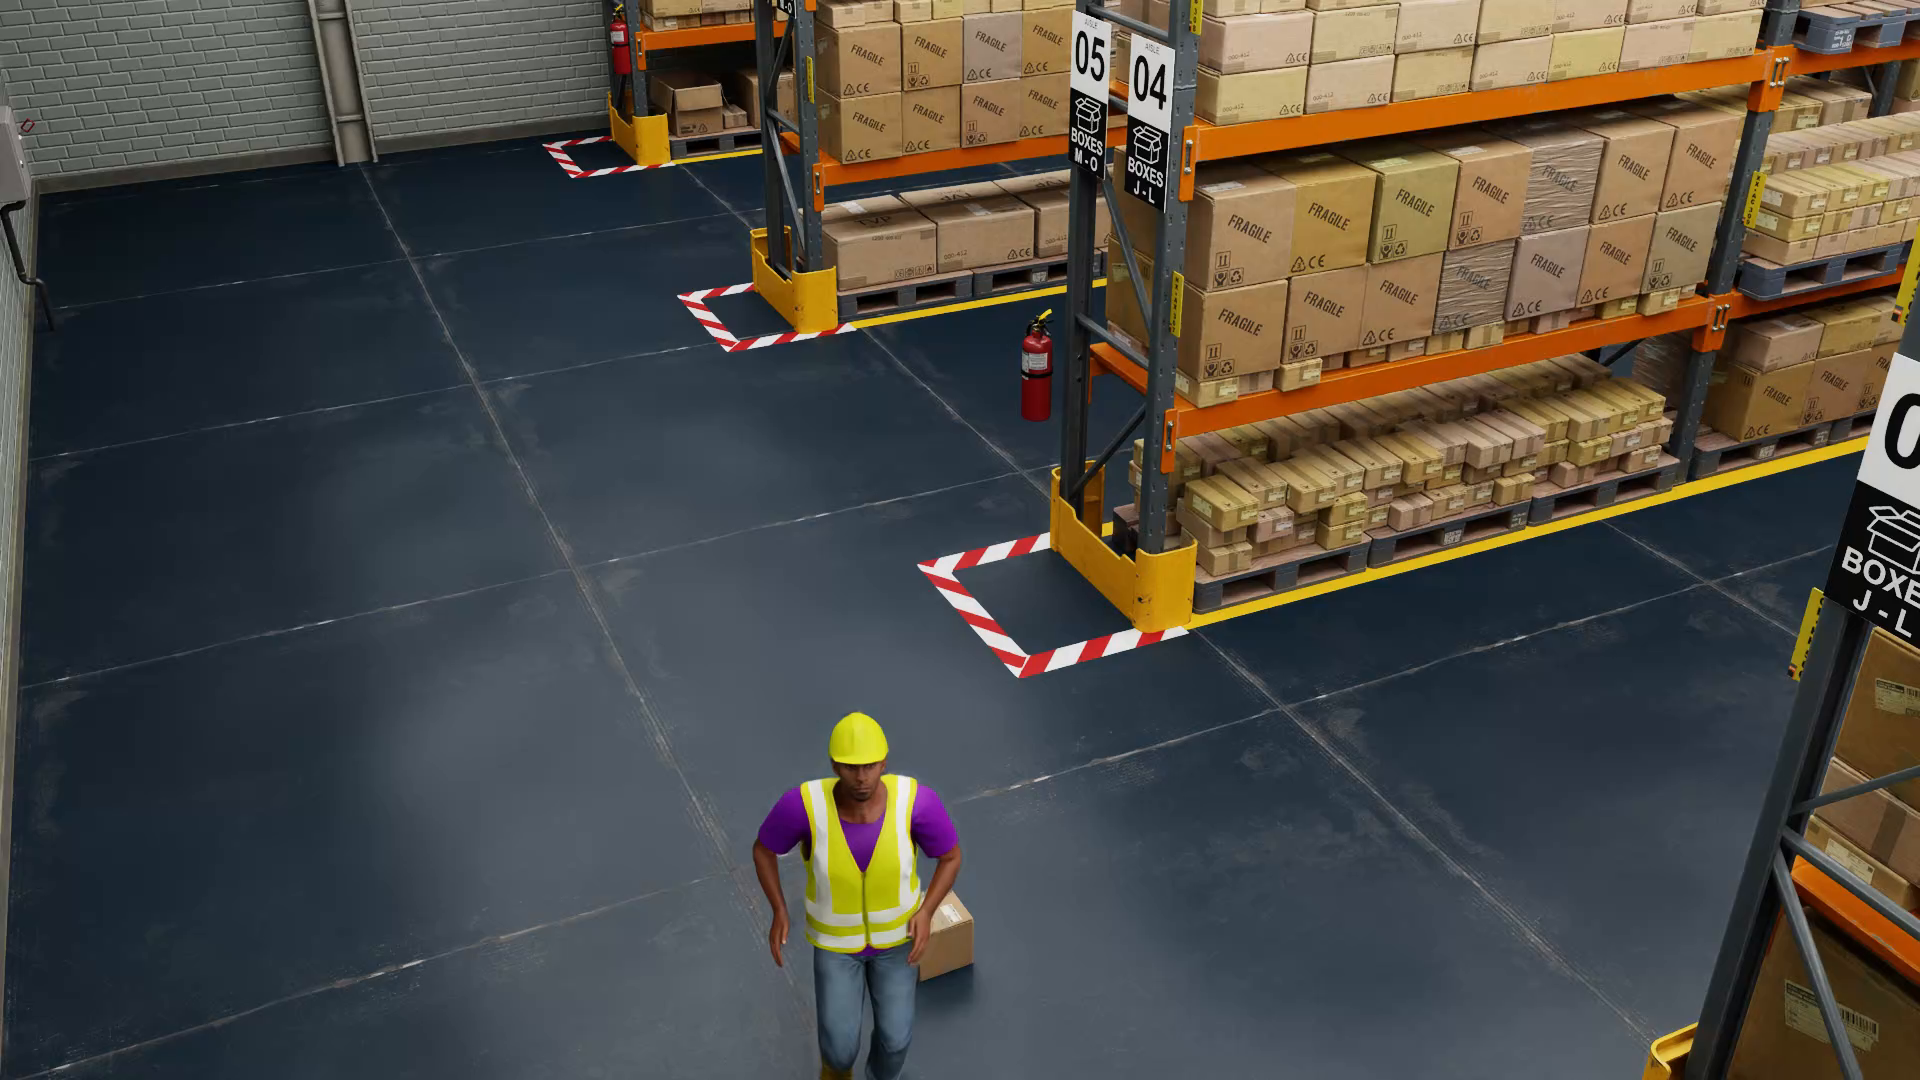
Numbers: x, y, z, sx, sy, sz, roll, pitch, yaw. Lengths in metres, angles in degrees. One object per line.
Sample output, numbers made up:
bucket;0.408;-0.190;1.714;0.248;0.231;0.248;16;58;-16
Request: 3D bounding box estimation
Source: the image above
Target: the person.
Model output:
person;-0.341;1.413;5.951;0.742;1.720;0.524;-5;30;-8
